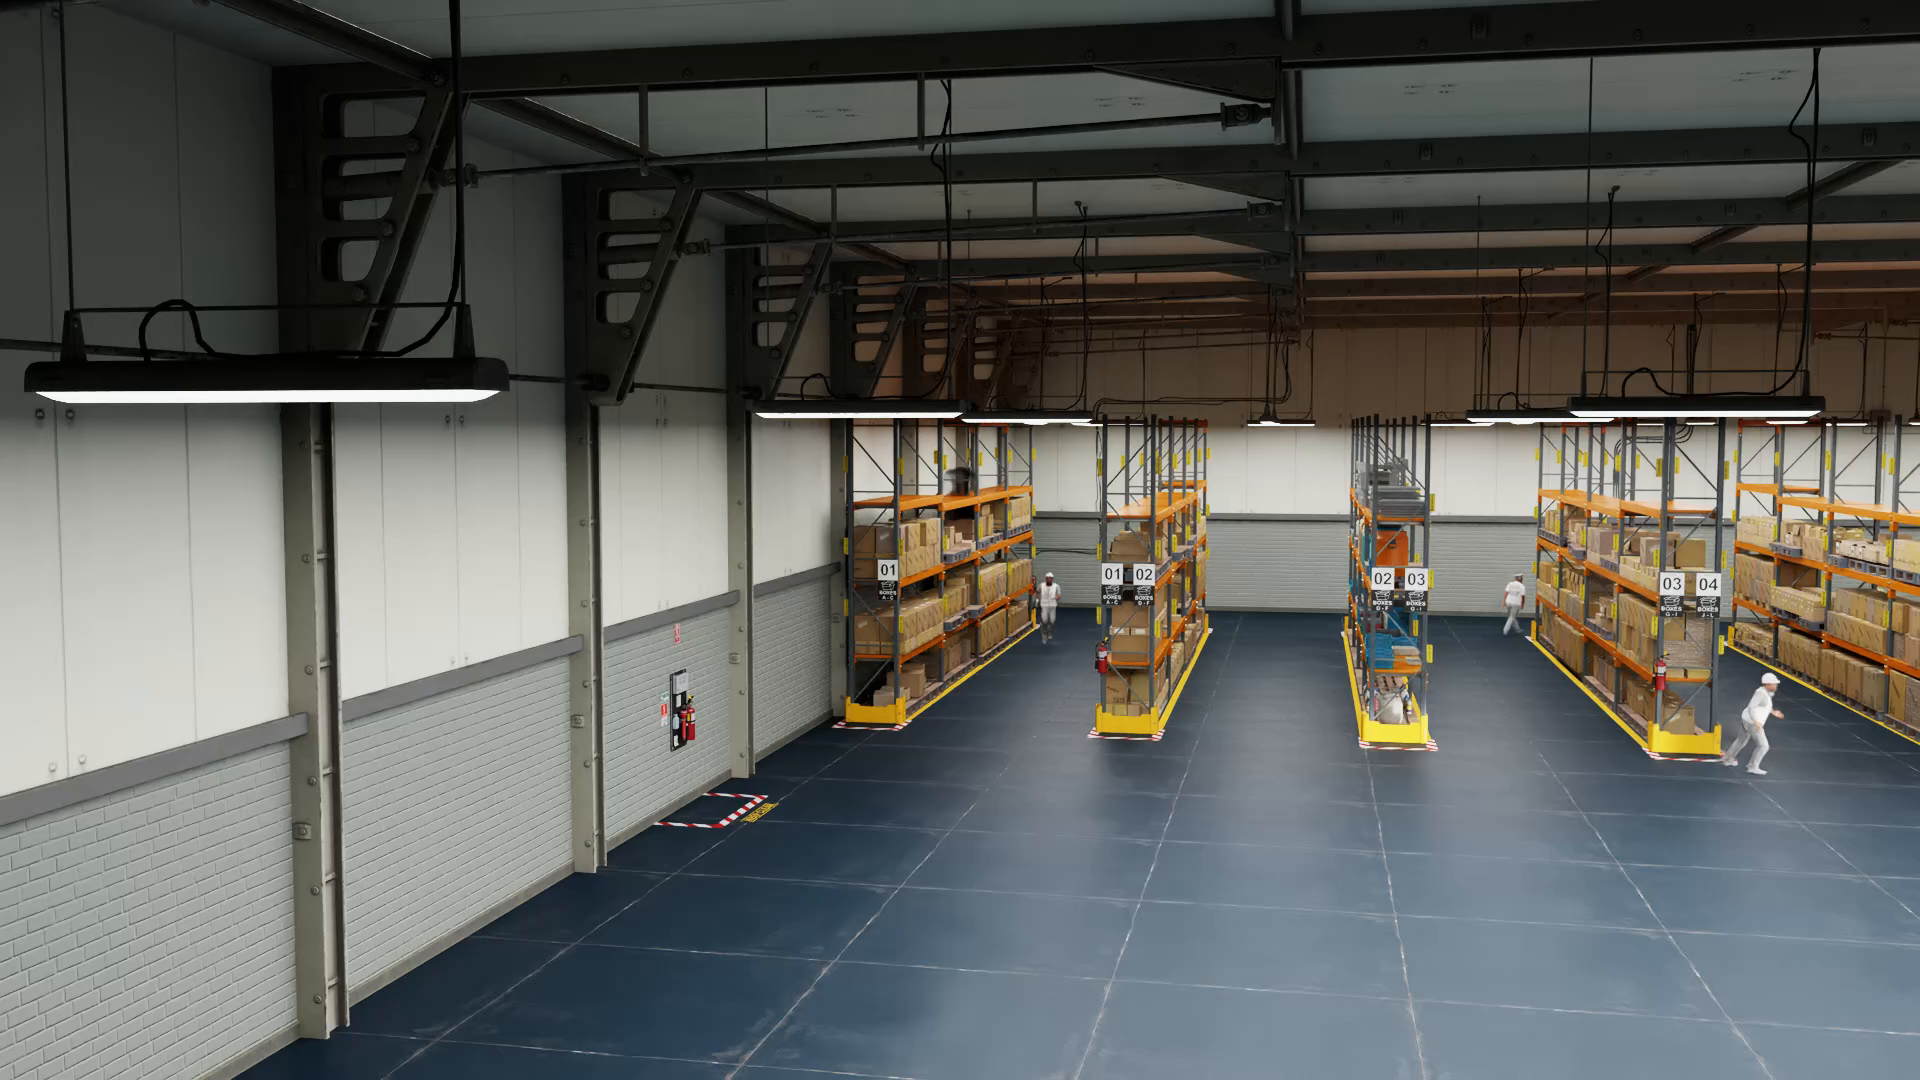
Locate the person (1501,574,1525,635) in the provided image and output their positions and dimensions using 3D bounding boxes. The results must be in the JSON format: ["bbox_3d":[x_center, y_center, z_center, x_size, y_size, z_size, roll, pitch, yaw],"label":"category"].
[{"bbox_3d":[15.458,1.780,46.185,0.951,1.702,0.549,-3,5,-37],"label":"person"}]

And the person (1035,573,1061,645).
[{"bbox_3d":[2.274,1.768,42.781,0.657,1.848,0.715,0,4,0],"label":"person"}]

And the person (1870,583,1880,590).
[{"bbox_3d":[24.987,1.854,45.395,0.907,1.648,0.578,0,4,-4],"label":"person"}]

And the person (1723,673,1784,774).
[{"bbox_3d":[13.243,3.042,27.730,0.899,1.700,0.711,2,4,23],"label":"person"}]
